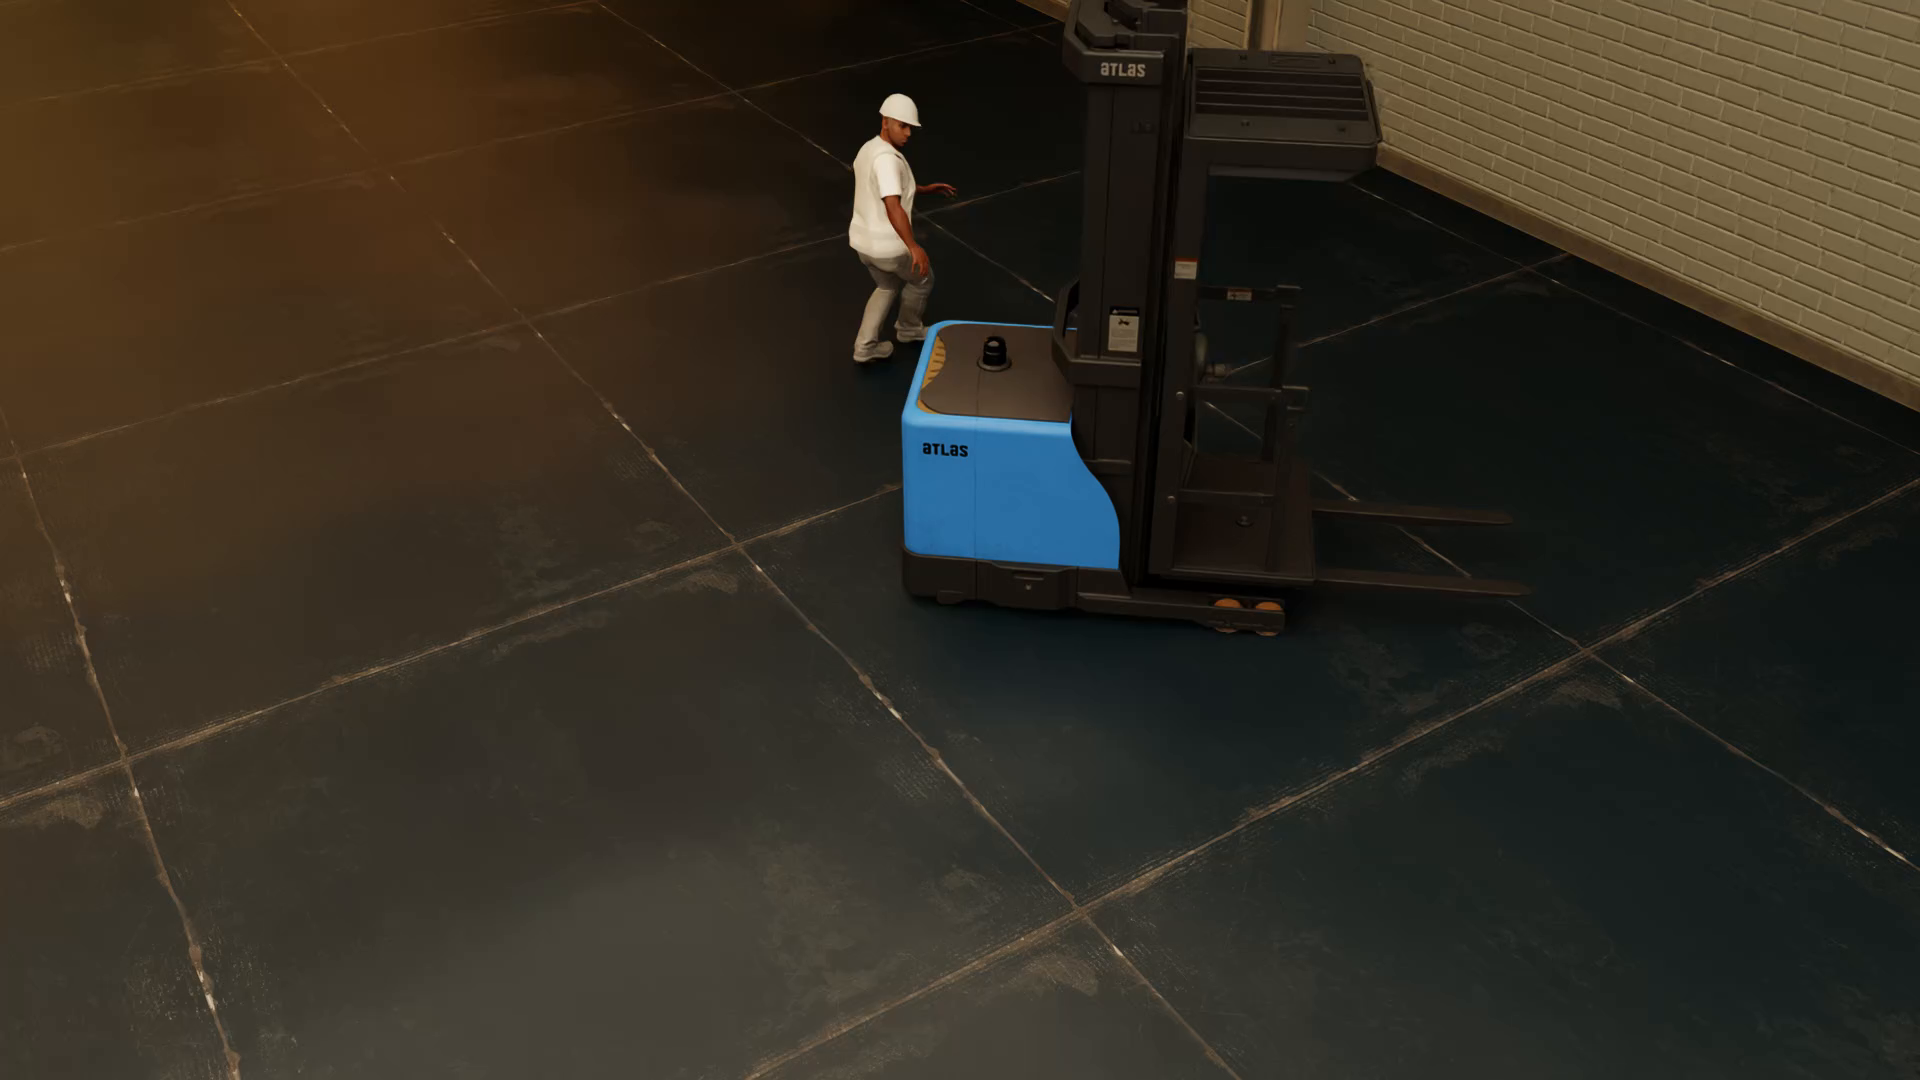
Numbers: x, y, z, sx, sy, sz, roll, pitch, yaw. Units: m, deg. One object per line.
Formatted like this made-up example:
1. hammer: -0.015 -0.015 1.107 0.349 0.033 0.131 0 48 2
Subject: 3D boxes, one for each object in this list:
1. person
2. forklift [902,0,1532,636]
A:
1. person: -0.277 -1.808 9.875 0.843 1.633 0.882 -24 41 -30
2. forklift: 1.272 -1.061 7.658 3.031 2.935 1.130 4 35 6
